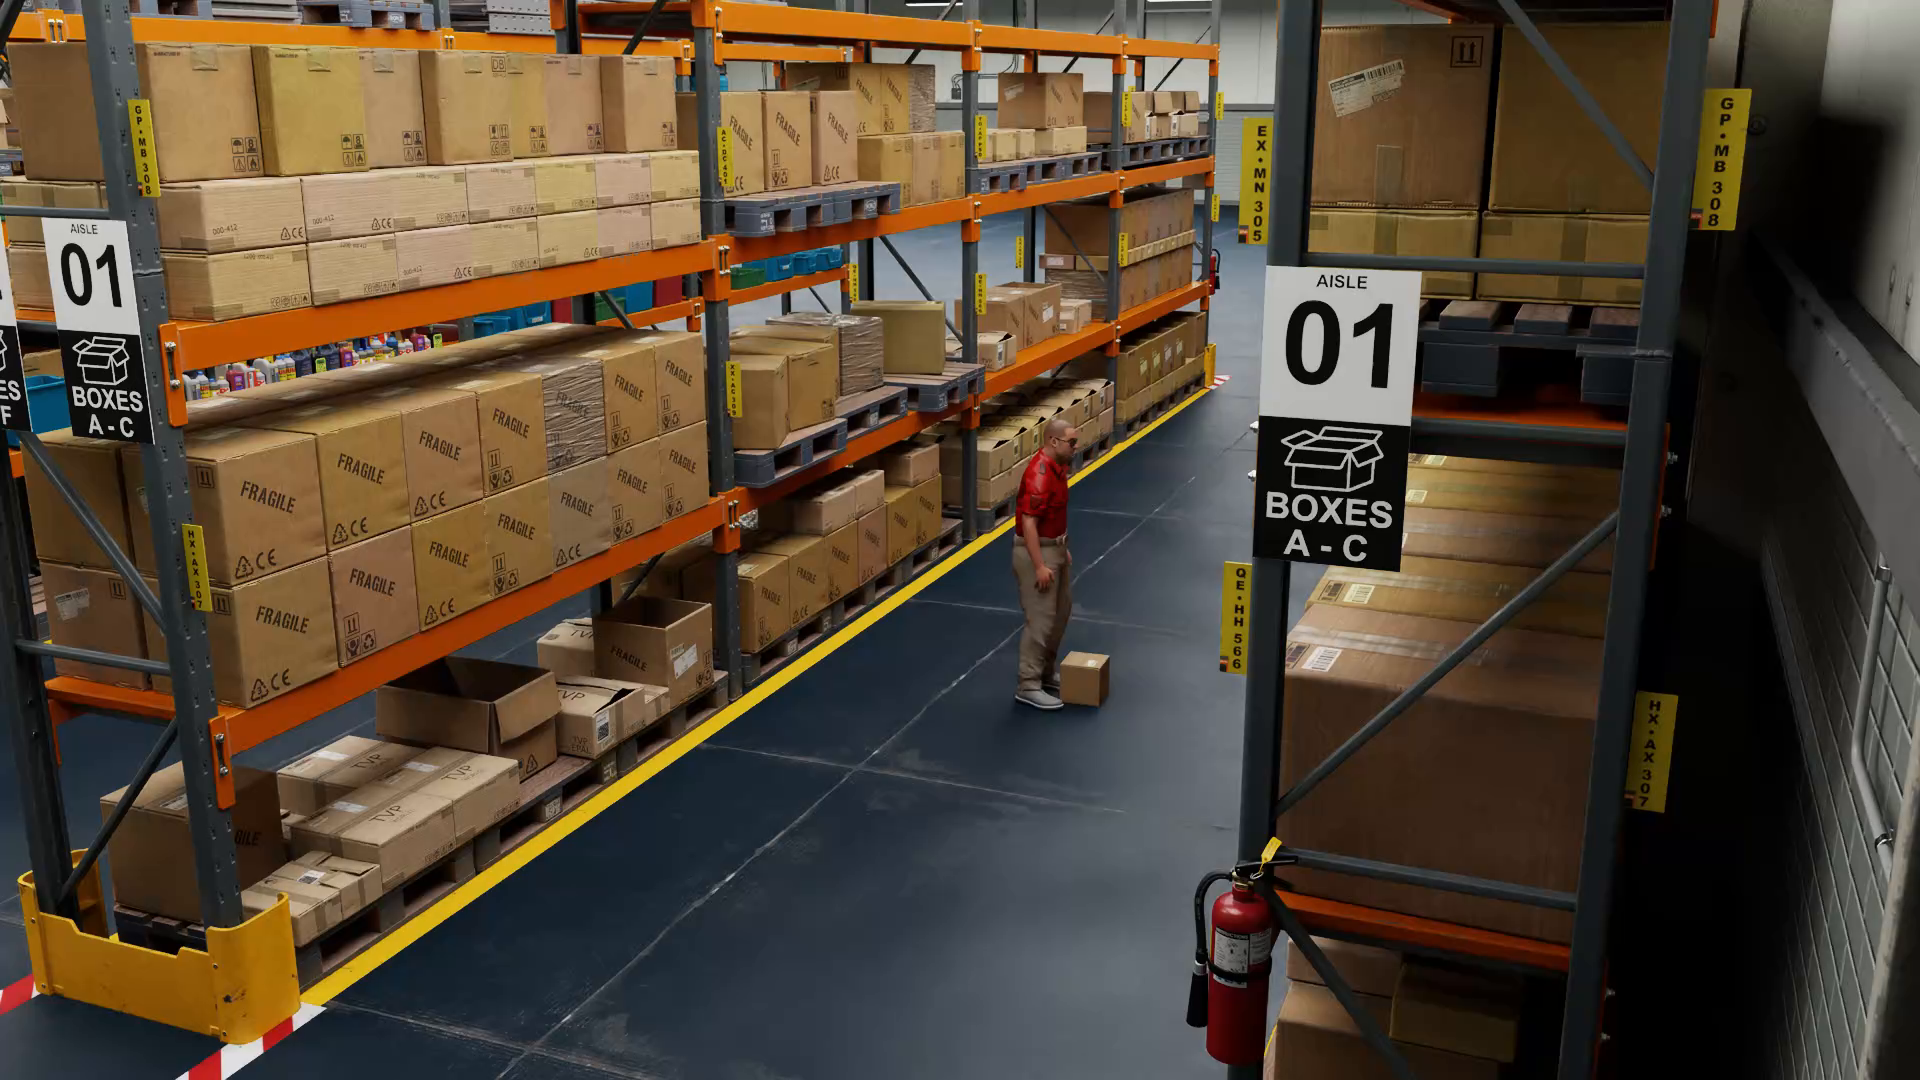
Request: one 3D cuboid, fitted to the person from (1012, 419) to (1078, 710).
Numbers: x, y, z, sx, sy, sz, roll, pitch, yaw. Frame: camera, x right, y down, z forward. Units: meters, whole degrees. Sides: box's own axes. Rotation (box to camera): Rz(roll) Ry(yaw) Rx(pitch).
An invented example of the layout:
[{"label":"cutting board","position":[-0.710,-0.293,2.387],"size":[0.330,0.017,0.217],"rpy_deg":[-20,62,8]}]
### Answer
[{"label":"person","position":[0.528,0.117,10.119],"size":[0.383,1.728,0.603],"rpy_deg":[5,16,19]}]
